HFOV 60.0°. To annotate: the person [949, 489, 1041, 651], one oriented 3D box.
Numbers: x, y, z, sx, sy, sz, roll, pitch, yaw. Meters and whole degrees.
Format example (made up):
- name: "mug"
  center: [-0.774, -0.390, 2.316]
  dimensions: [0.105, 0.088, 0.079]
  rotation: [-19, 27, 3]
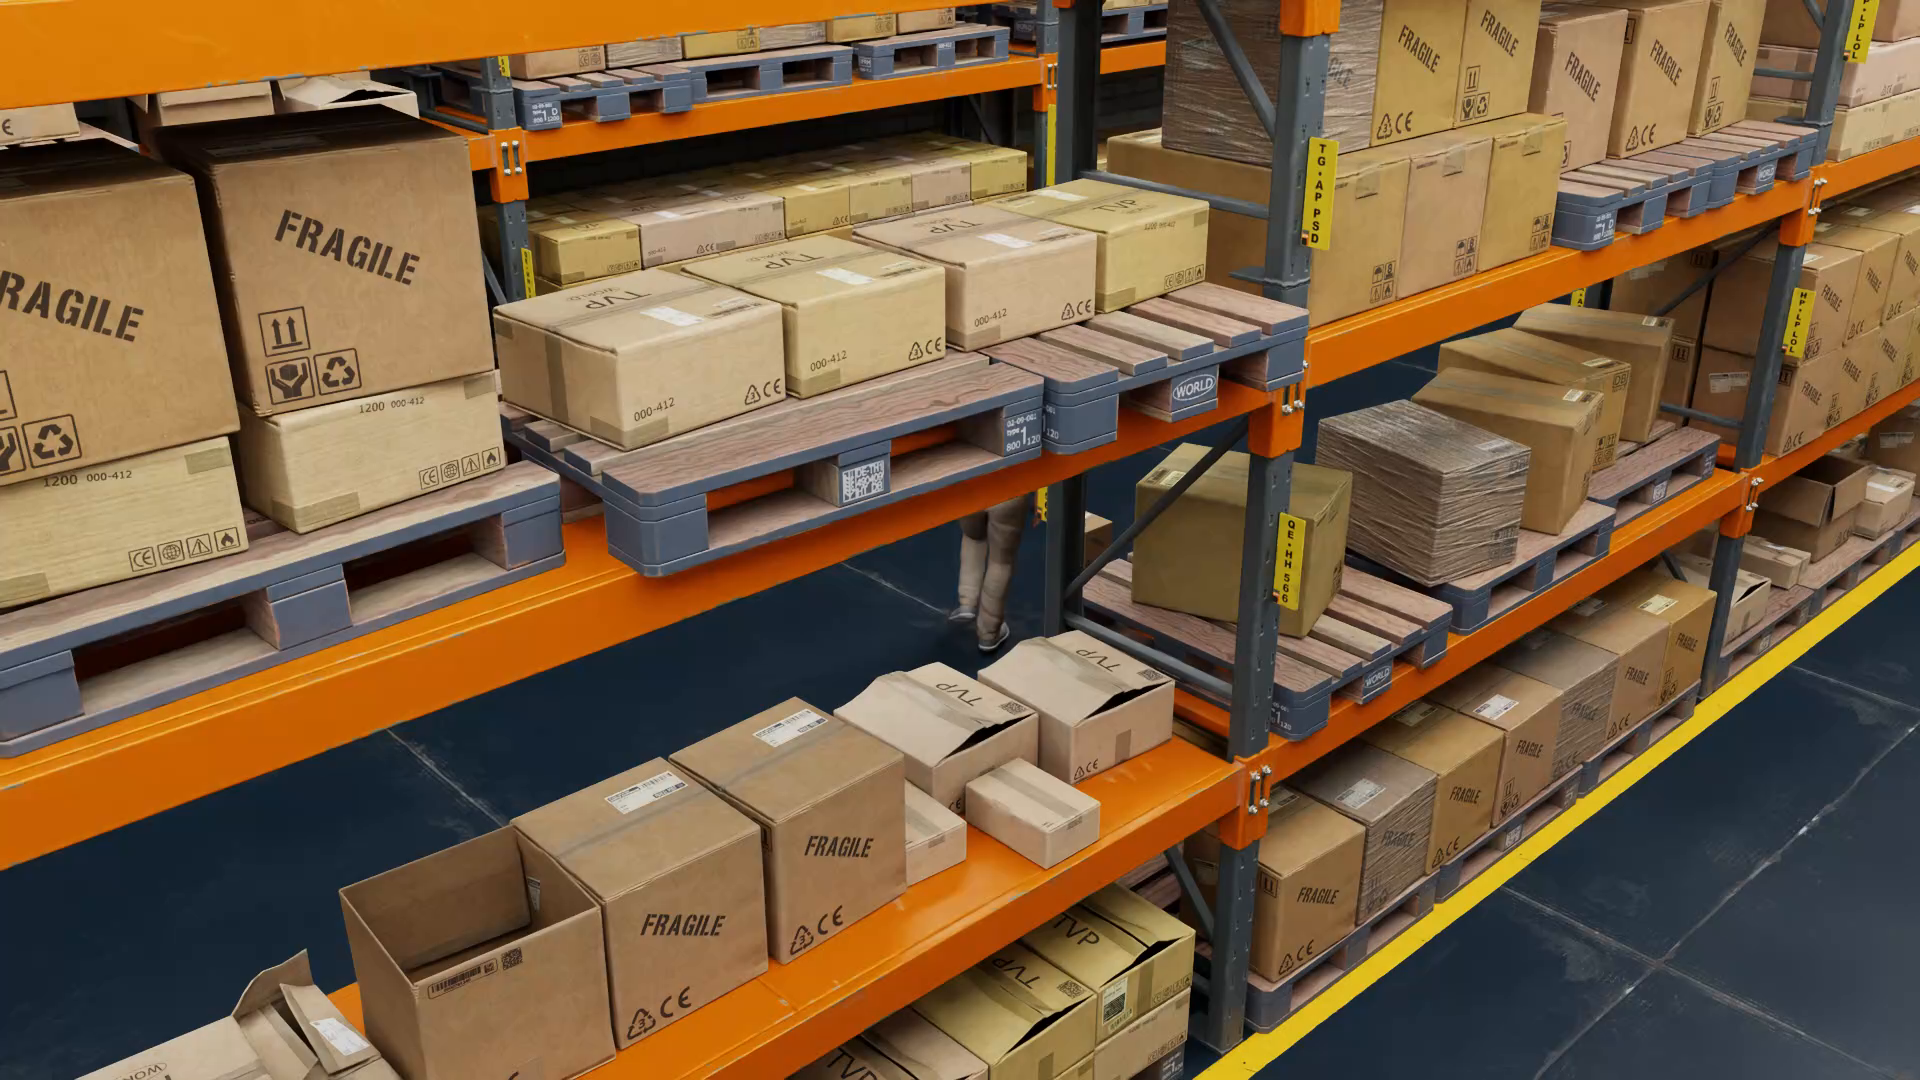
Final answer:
- name: "person"
  center: [0.202, -0.246, 9.133]
  dimensions: [0.571, 1.710, 0.508]
  rotation: [7, 25, 16]
